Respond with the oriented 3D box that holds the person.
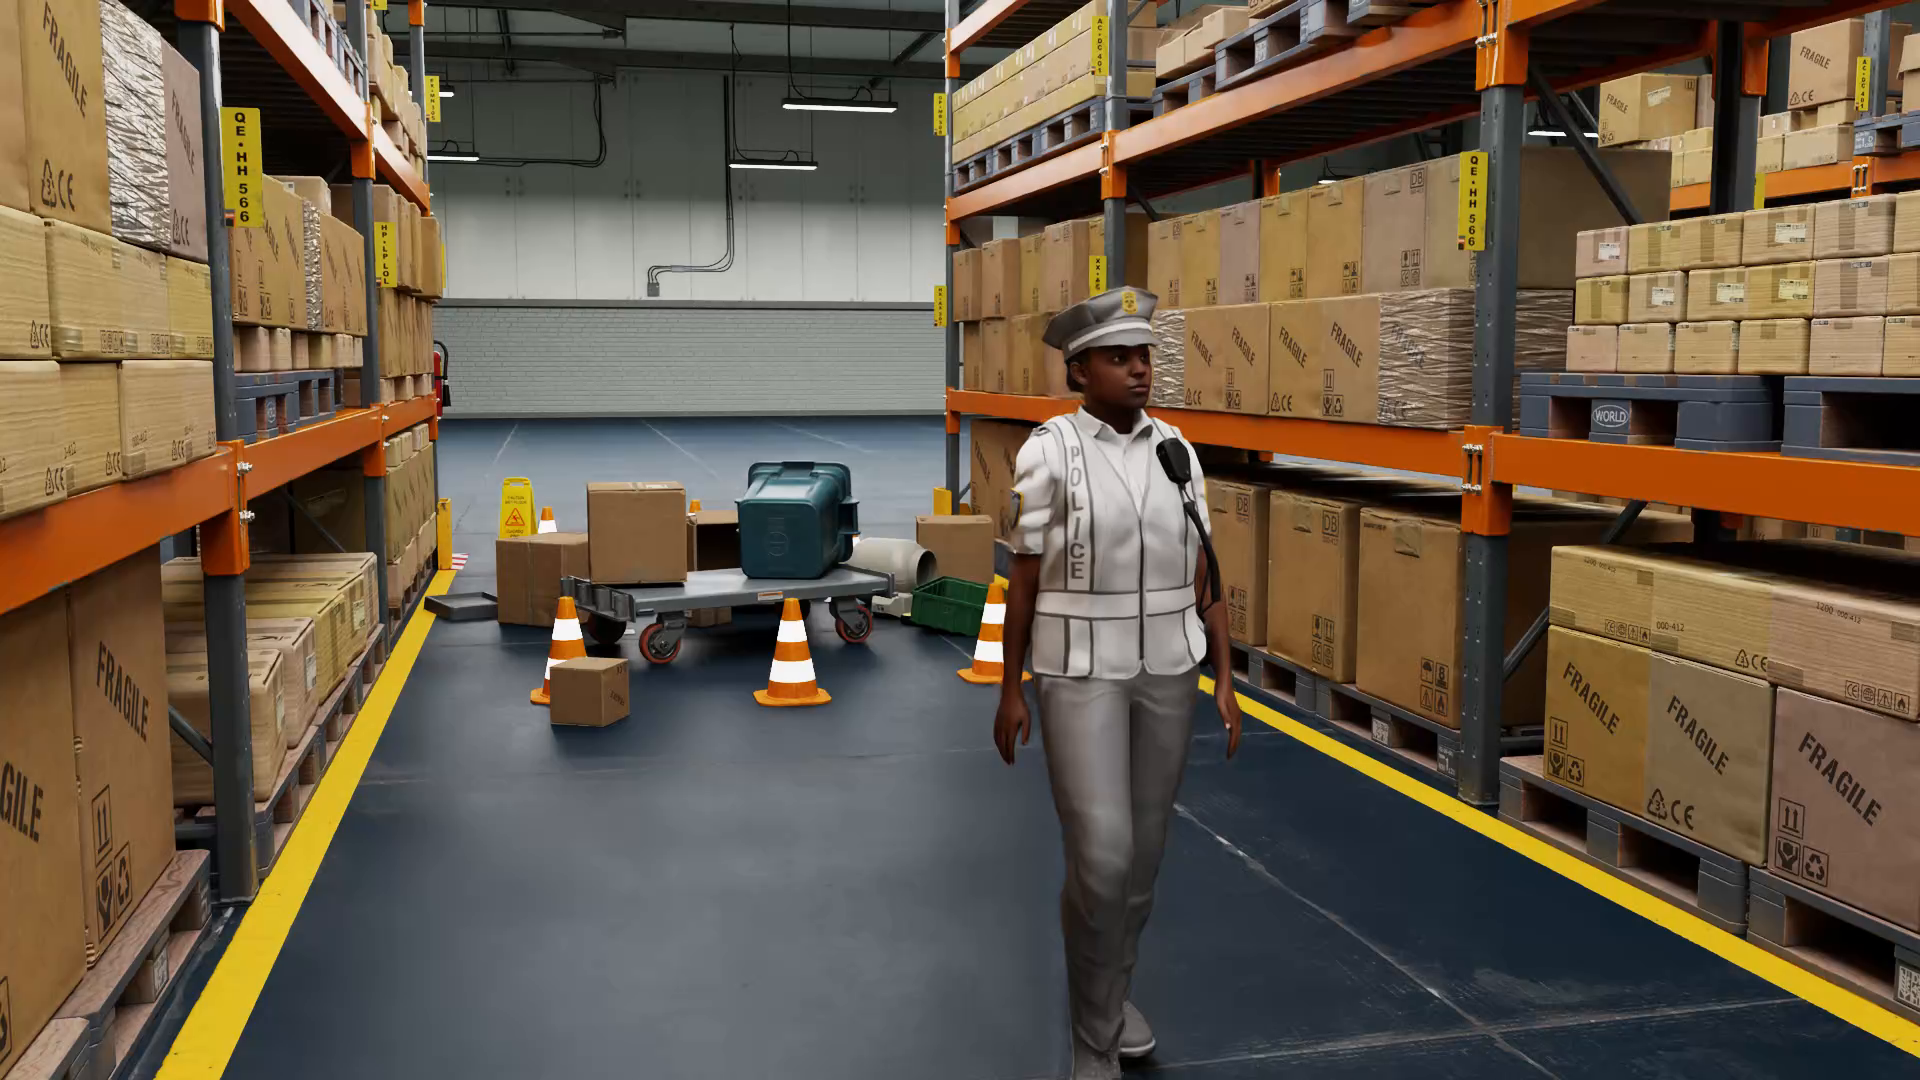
[{"bbox_3d":[0.347,0.342,3.564,0.484,1.756,0.503,-2,7,-20],"label":"person"}]
